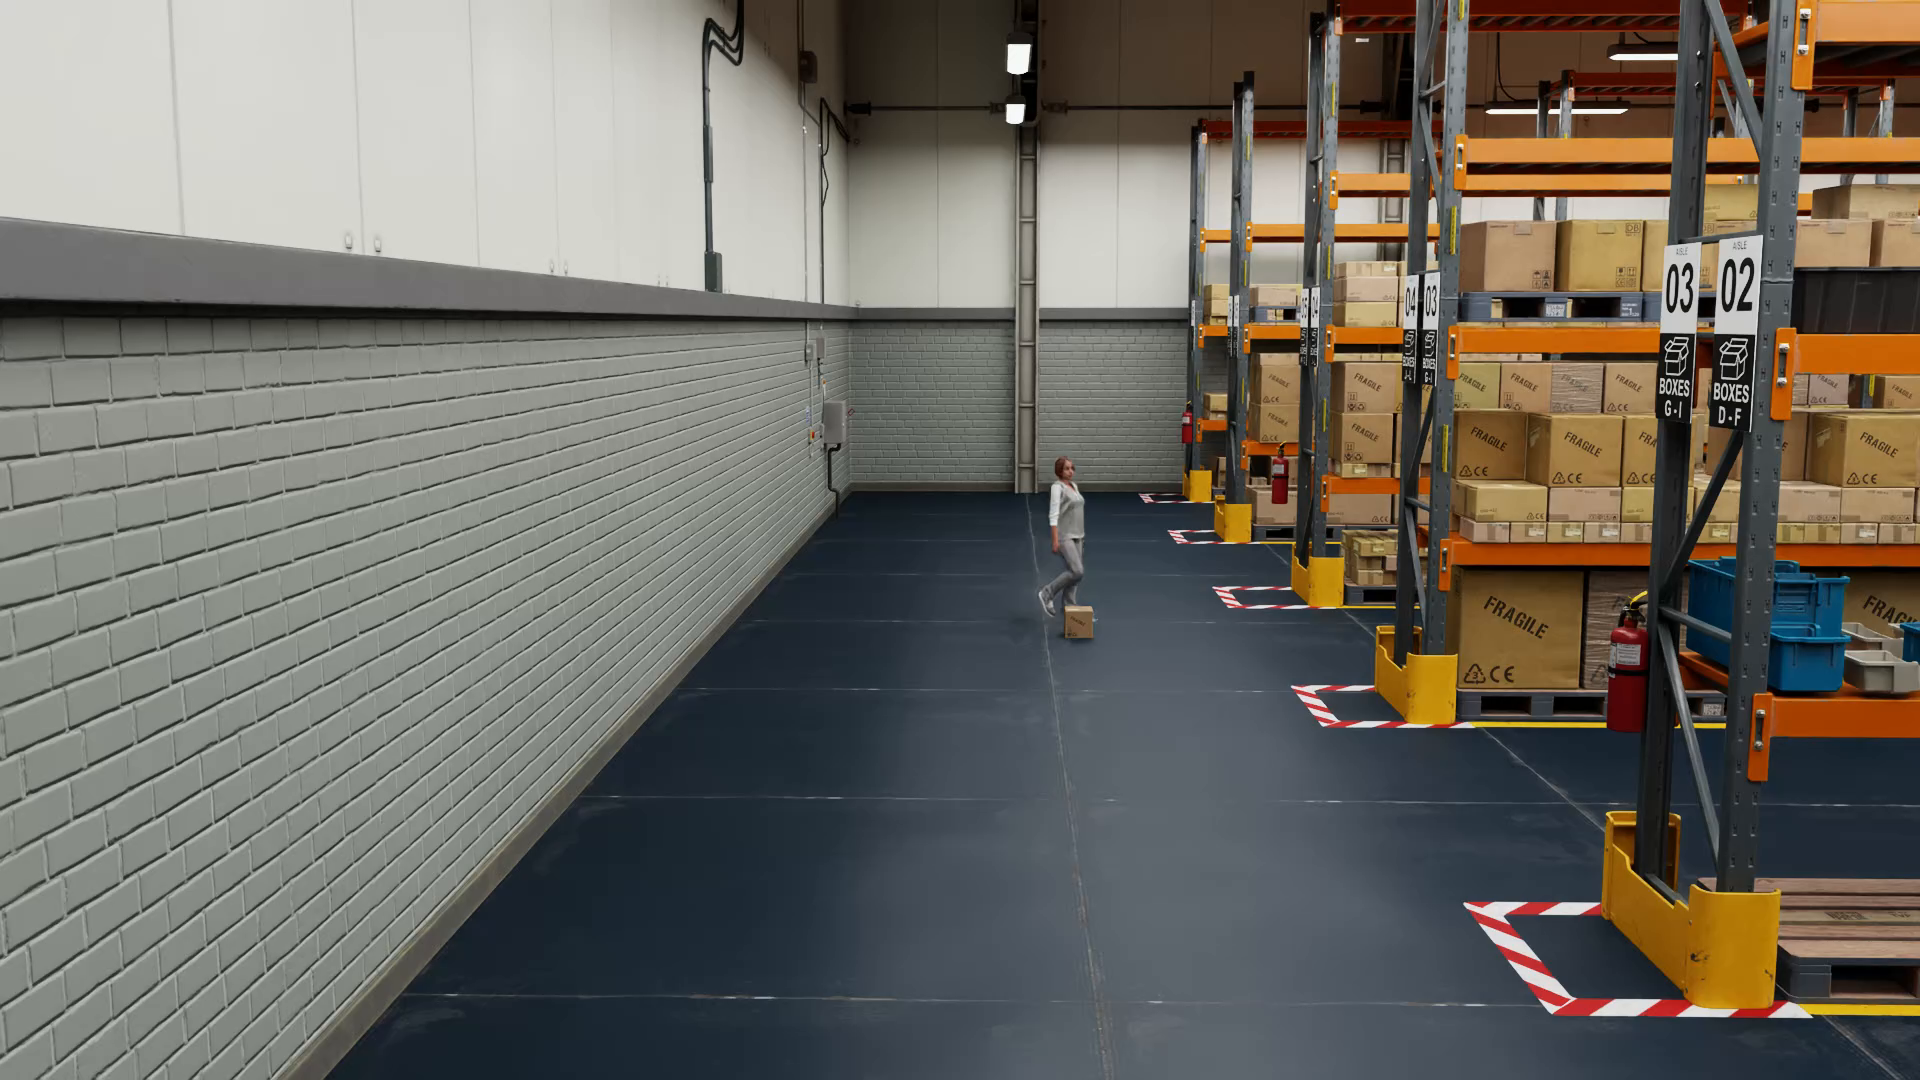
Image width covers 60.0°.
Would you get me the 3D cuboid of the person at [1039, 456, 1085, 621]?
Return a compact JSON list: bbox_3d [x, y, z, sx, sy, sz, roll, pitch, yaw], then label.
[{"bbox_3d":[0.998,-0.001,15.709,0.475,1.588,0.428,4,9,29],"label":"person"}]
